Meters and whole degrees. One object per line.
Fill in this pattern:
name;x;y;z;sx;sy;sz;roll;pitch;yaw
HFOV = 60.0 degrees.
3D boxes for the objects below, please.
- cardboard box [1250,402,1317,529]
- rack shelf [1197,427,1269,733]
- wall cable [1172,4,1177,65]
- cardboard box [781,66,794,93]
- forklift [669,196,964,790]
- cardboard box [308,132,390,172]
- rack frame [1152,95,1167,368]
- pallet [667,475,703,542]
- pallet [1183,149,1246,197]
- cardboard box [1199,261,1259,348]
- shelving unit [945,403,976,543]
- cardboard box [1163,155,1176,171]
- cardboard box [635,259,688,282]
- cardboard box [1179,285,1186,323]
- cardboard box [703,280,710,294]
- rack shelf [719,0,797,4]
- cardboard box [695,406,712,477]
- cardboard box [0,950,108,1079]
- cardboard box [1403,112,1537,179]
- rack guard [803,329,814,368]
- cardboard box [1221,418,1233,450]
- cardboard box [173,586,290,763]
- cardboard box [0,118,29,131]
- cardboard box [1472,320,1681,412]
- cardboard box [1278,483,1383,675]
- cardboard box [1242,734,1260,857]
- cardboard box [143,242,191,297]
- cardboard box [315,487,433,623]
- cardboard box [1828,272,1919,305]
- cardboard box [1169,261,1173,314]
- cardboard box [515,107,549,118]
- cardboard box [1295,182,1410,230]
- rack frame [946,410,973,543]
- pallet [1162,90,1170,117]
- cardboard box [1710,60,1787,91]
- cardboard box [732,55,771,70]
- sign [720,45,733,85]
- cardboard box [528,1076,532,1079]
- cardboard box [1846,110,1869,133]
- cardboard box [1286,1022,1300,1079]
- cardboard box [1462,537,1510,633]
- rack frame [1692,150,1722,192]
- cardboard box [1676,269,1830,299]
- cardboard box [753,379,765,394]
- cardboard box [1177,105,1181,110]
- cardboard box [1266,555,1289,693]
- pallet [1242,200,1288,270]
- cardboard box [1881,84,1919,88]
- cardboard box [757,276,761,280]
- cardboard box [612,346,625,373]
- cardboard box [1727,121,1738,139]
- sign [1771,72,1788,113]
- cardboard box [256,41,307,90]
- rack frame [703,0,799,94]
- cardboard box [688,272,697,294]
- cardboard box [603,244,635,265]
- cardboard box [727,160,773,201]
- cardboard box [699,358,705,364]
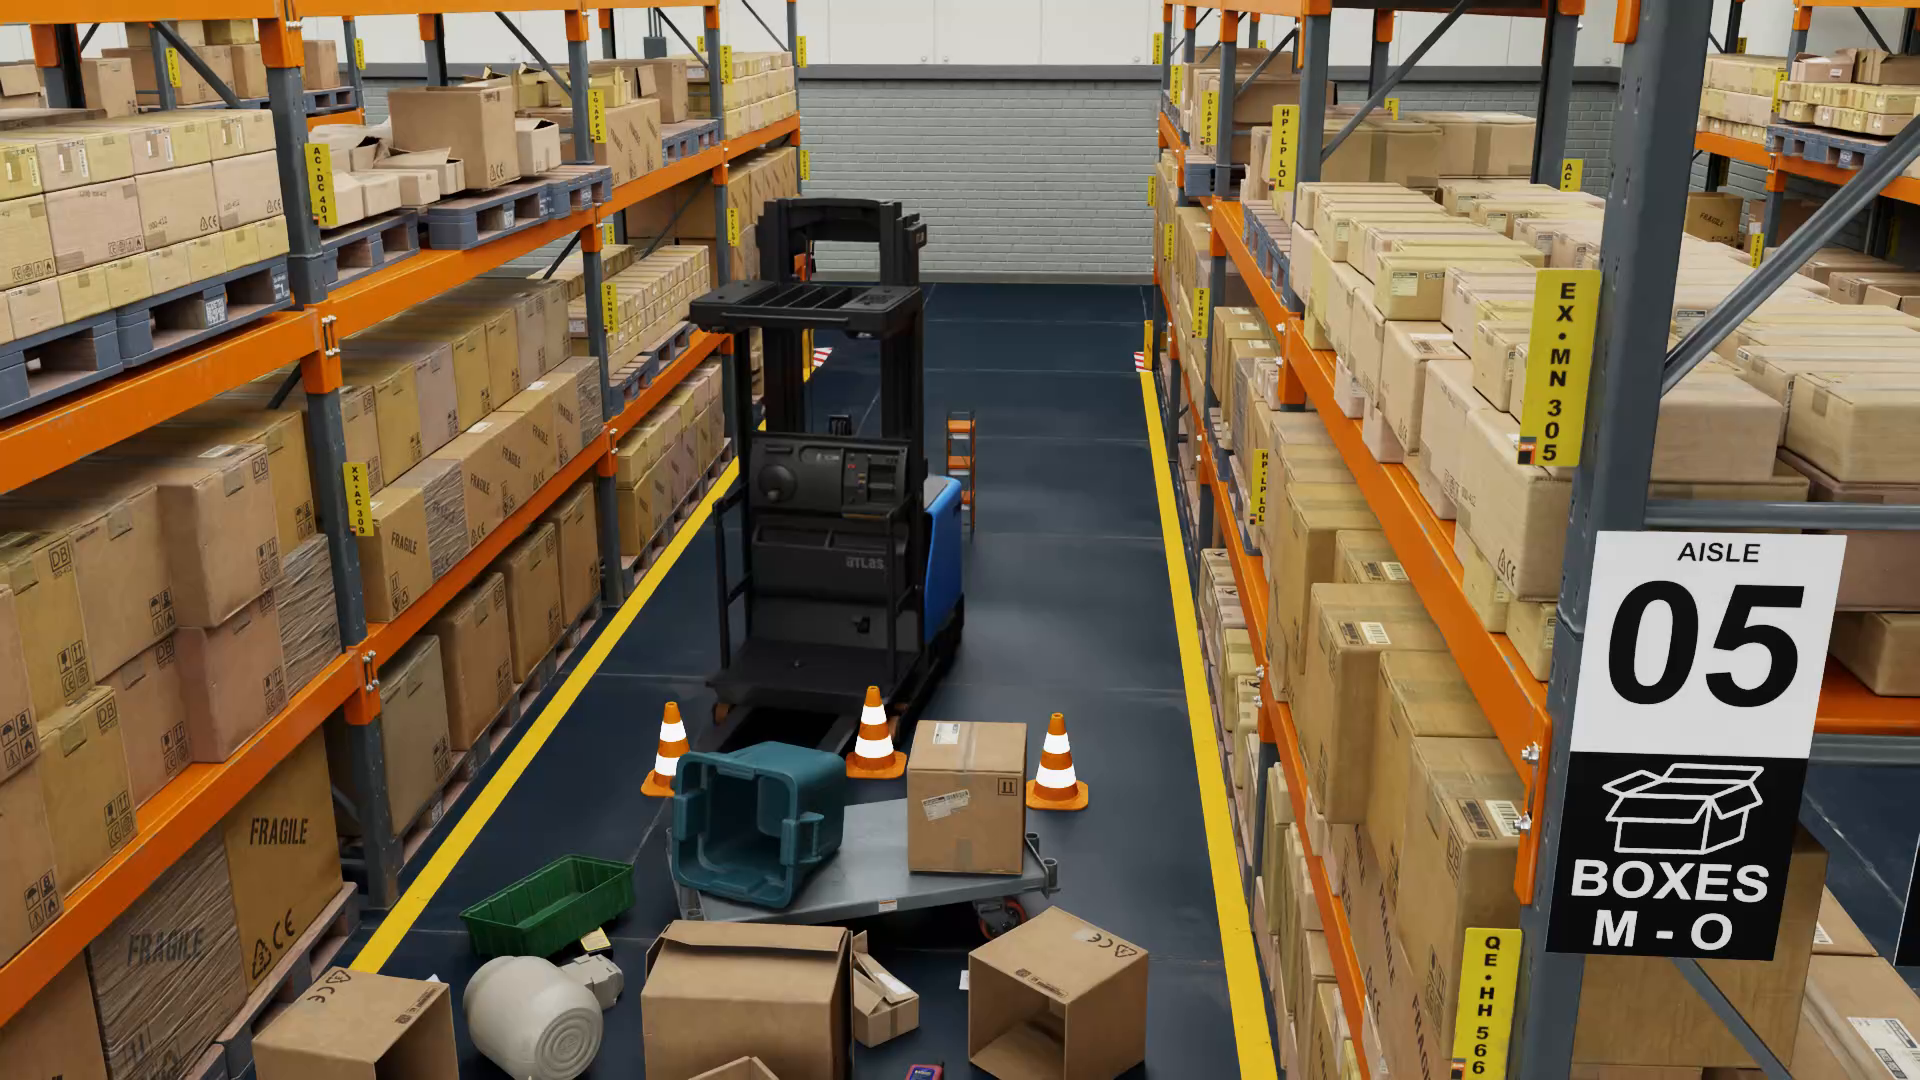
cardboard box;1.655;-0.348;7.854;0.500;0.500;0.500;1;18;4
rack shelf;1.960;0.064;9.065;1.077;0.370;4.000;1;18;4
wall cable;2.804;-8.007;22.908;0.463;3.000;0.029;1;18;4
cardboard box;-2.047;-4.906;17.697;0.500;0.250;0.500;1;18;2
forklift;-0.802;-0.366;9.334;1.130;2.935;3.031;4;19;12
cardboard box;-3.222;-1.915;8.441;0.500;0.311;0.500;1;18;2
rack frame;2.677;-3.383;18.431;1.000;3.000;0.127;1;18;4
pallet;-2.694;-0.273;13.418;1.003;0.211;1.213;1;18;4
pallet;2.097;-2.436;11.025;1.213;0.211;1.003;2;18;6
cardboard box;1.879;-1.588;11.185;0.500;0.500;0.500;1;18;2
shelving unit;0.004;-0.516;12.810;0.215;1.050;0.252;1;18;4
cardboard box;2.294;-3.867;17.099;0.380;0.149;0.250;1;18;2
cardboard box;-2.446;-2.209;13.621;0.380;0.149;0.250;1;18;4
cardboard box;2.005;-1.858;13.215;0.500;0.250;0.500;2;18;5
cardboard box;-2.385;-2.173;14.465;0.380;0.149;0.250;1;18;3
rack shelf;-2.411;-5.349;15.956;1.077;0.370;4.000;1;18;4
cardboard box;-2.393;-0.837;14.000;0.500;0.500;0.500;1;18;3
cardboard box;-3.371;1.831;5.254;0.875;0.875;0.875;1;18;3
cardboard box;2.284;-1.775;7.470;0.500;0.250;0.500;1;18;3
rack guard;-2.273;-2.251;18.990;1.175;0.500;0.348;1;18;4
cardboard box;1.735;-0.626;9.746;0.380;0.149;0.250;1;18;4
cardboard box;-3.159;0.479;6.402;0.875;0.550;0.550;1;18;4
cardboard box;-3.529;-1.404;5.862;0.380;0.149;0.250;1;18;3
cardboard box;1.316;-0.370;3.540;0.380;0.149;0.250;1;18;3
cardboard box;1.447;0.125;5.481;0.700;0.500;0.500;1;18;3
cardboard box;1.852;1.230;7.898;0.950;0.372;0.625;2;18;5
cardboard box;-2.888;-0.930;5.697;0.380;0.149;0.250;1;18;4
cardboard box;-2.822;0.060;7.763;0.500;0.500;0.500;1;18;5
cardboard box;6.990;-1.729;12.547;0.700;0.500;0.500;1;18;4
cardboard box;2.168;-2.338;15.082;0.500;0.500;0.500;1;18;4
cardboard box;-3.054;-2.634;11.166;0.500;0.500;0.500;1;18;4
cardboard box;1.468;-1.251;6.229;0.380;0.149;0.250;1;18;3
rack frame;-0.005;-0.478;12.695;0.200;1.050;0.008;1;18;4
pallet;2.634;-4.536;17.274;1.003;0.211;1.213;1;18;4
cardboard box;7.210;-4.242;15.194;0.500;0.250;0.500;2;18;5
cardboard box;-2.121;-4.818;16.790;0.380;0.149;0.250;1;18;3
sign;-2.001;-4.067;14.238;0.100;0.325;0.005;1;18;4
cardboard box;-1.414;2.139;5.970;0.396;0.266;0.258;4;19;13
cardboard box;6.825;-3.105;12.332;0.380;0.149;0.250;2;18;5
cardboard box;1.443;1.959;5.870;0.500;0.250;0.500;1;18;3
cardboard box;1.262;0.085;3.433;0.380;0.149;0.250;1;18;4
rack frame;7.628;-3.274;18.097;1.000;3.000;0.127;1;18;4
cardboard box;1.955;-0.595;4.226;0.380;0.149;0.250;2;18;5
cardboard box;-2.155;-1.575;16.816;0.380;0.149;0.250;1;18;2
cardboard box;2.117;-3.955;14.740;0.396;0.266;0.258;2;18;6
cardboard box;1.507;0.285;6.597;0.500;0.500;0.500;1;18;4
pallet;2.038;-1.504;8.181;1.213;0.211;1.003;1;18;4
cardboard box;7.431;-3.472;12.975;0.380;0.149;0.250;1;18;3
cardboard box;-2.162;-2.592;16.418;0.380;0.149;0.250;2;18;6
cardboard box;-2.588;-1.276;11.729;0.380;0.149;0.250;2;18;7
cardboard box;7.143;-3.691;14.957;0.380;0.149;0.250;1;18;4
sign;6.799;-3.712;13.788;0.100;0.325;0.005;1;18;4
cardboard box;-7.352;-4.990;17.521;0.700;0.500;0.500;1;18;2
rack frame;-2.268;-6.313;17.739;1.000;3.000;0.127;1;18;4
cardboard box;-2.424;-2.155;13.934;0.380;0.149;0.250;2;18;6
cardboard box;-3.041;-2.471;14.421;0.380;0.149;0.250;2;18;7
cardboard box;-2.152;-3.495;16.529;0.500;0.500;0.500;1;18;2
cardboard box;-2.703;-1.701;16.244;0.380;0.149;0.250;2;18;6
